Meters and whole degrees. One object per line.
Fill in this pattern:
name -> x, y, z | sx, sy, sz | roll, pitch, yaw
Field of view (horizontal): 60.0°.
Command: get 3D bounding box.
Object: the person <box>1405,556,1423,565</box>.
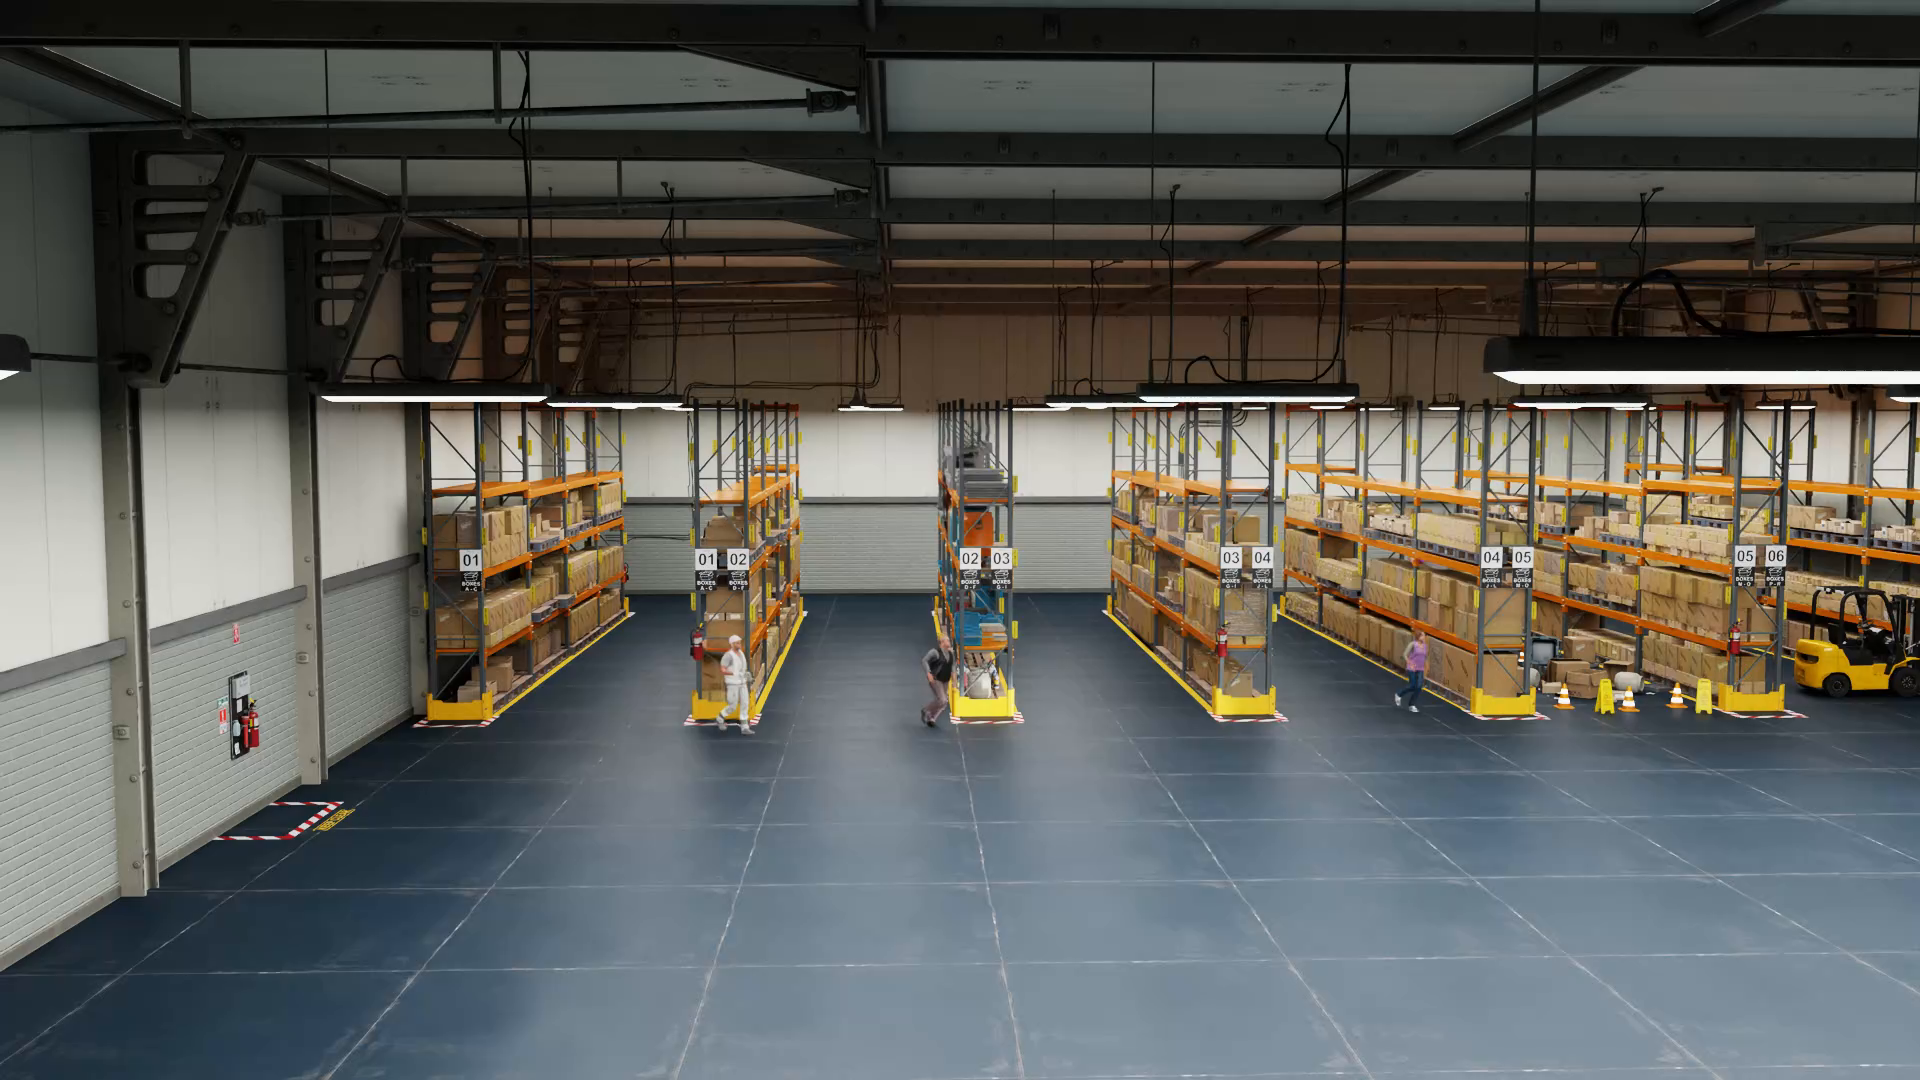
person -> 13.299, 1.077, 49.220 | 0.905, 1.788, 0.697 | 0, 4, -2

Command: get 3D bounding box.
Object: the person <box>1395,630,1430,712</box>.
person -> 8.808, 2.511, 32.161 | 0.577, 1.559, 0.593 | -2, 5, -23

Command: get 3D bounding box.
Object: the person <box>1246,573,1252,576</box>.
person -> 8.036, 1.372, 47.009 | 0.609, 1.556, 0.725 | 1, 4, 11

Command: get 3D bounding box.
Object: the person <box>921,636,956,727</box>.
person -> -0.336, 2.582, 30.446 | 0.534, 1.655, 0.713 | 4, 6, 44

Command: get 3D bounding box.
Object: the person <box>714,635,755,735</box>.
person -> -4.006, 2.575, 29.631 | 0.854, 1.778, 0.678 | 3, 5, 33
